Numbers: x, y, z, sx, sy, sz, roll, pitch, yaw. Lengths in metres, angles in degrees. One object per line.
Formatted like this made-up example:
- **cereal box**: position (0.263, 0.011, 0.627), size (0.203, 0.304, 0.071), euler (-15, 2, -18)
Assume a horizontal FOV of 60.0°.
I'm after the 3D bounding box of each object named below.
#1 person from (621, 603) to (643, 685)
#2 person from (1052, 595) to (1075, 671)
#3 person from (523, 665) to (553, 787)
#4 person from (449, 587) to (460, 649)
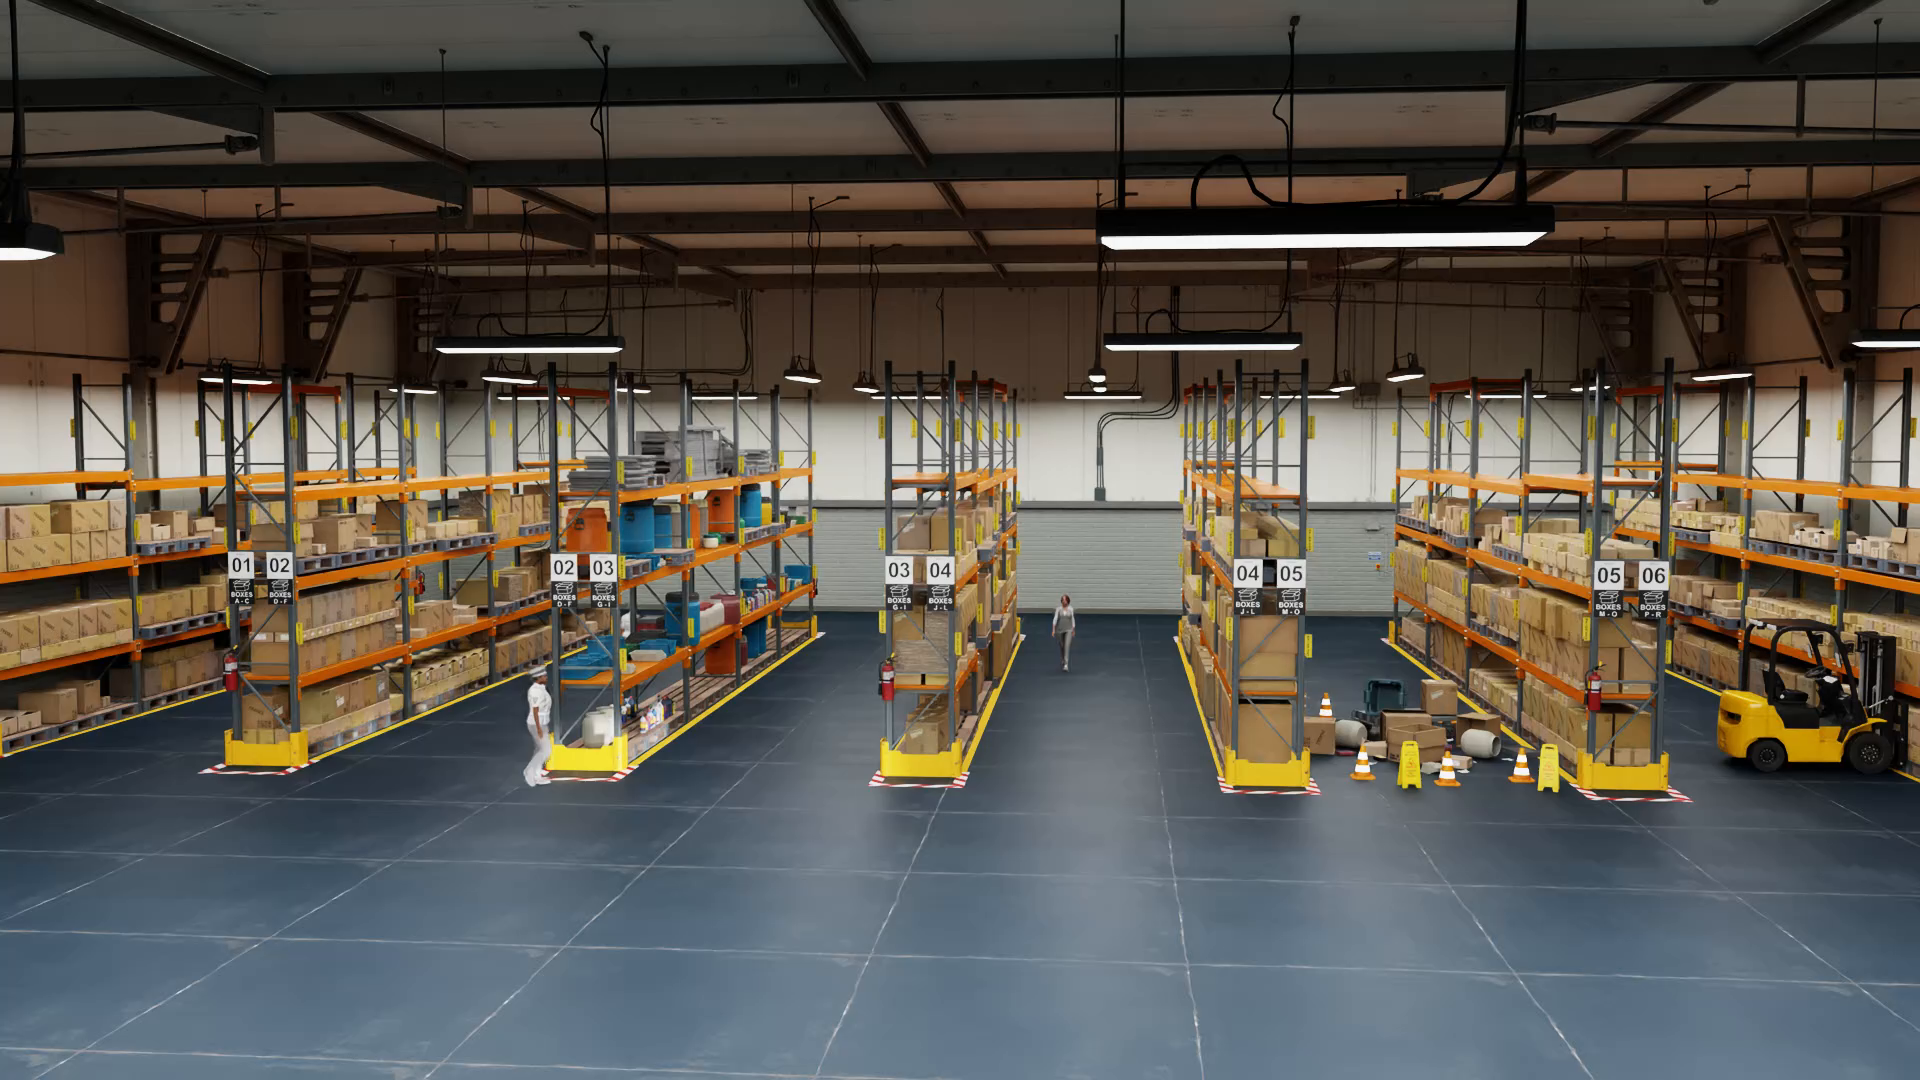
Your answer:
- **person**: position (-6.439, 2.032, 32.647), size (0.543, 1.660, 0.506), euler (2, 4, 29)
- **person**: position (2.169, 1.926, 34.845), size (0.447, 1.527, 0.952), euler (1, 4, 10)
- **person**: position (-5.931, 2.605, 23.406), size (0.431, 1.685, 0.475), euler (0, 4, -3)
- **person**: position (-11.127, 1.803, 36.571), size (0.567, 1.600, 0.701), euler (1, 4, 17)
